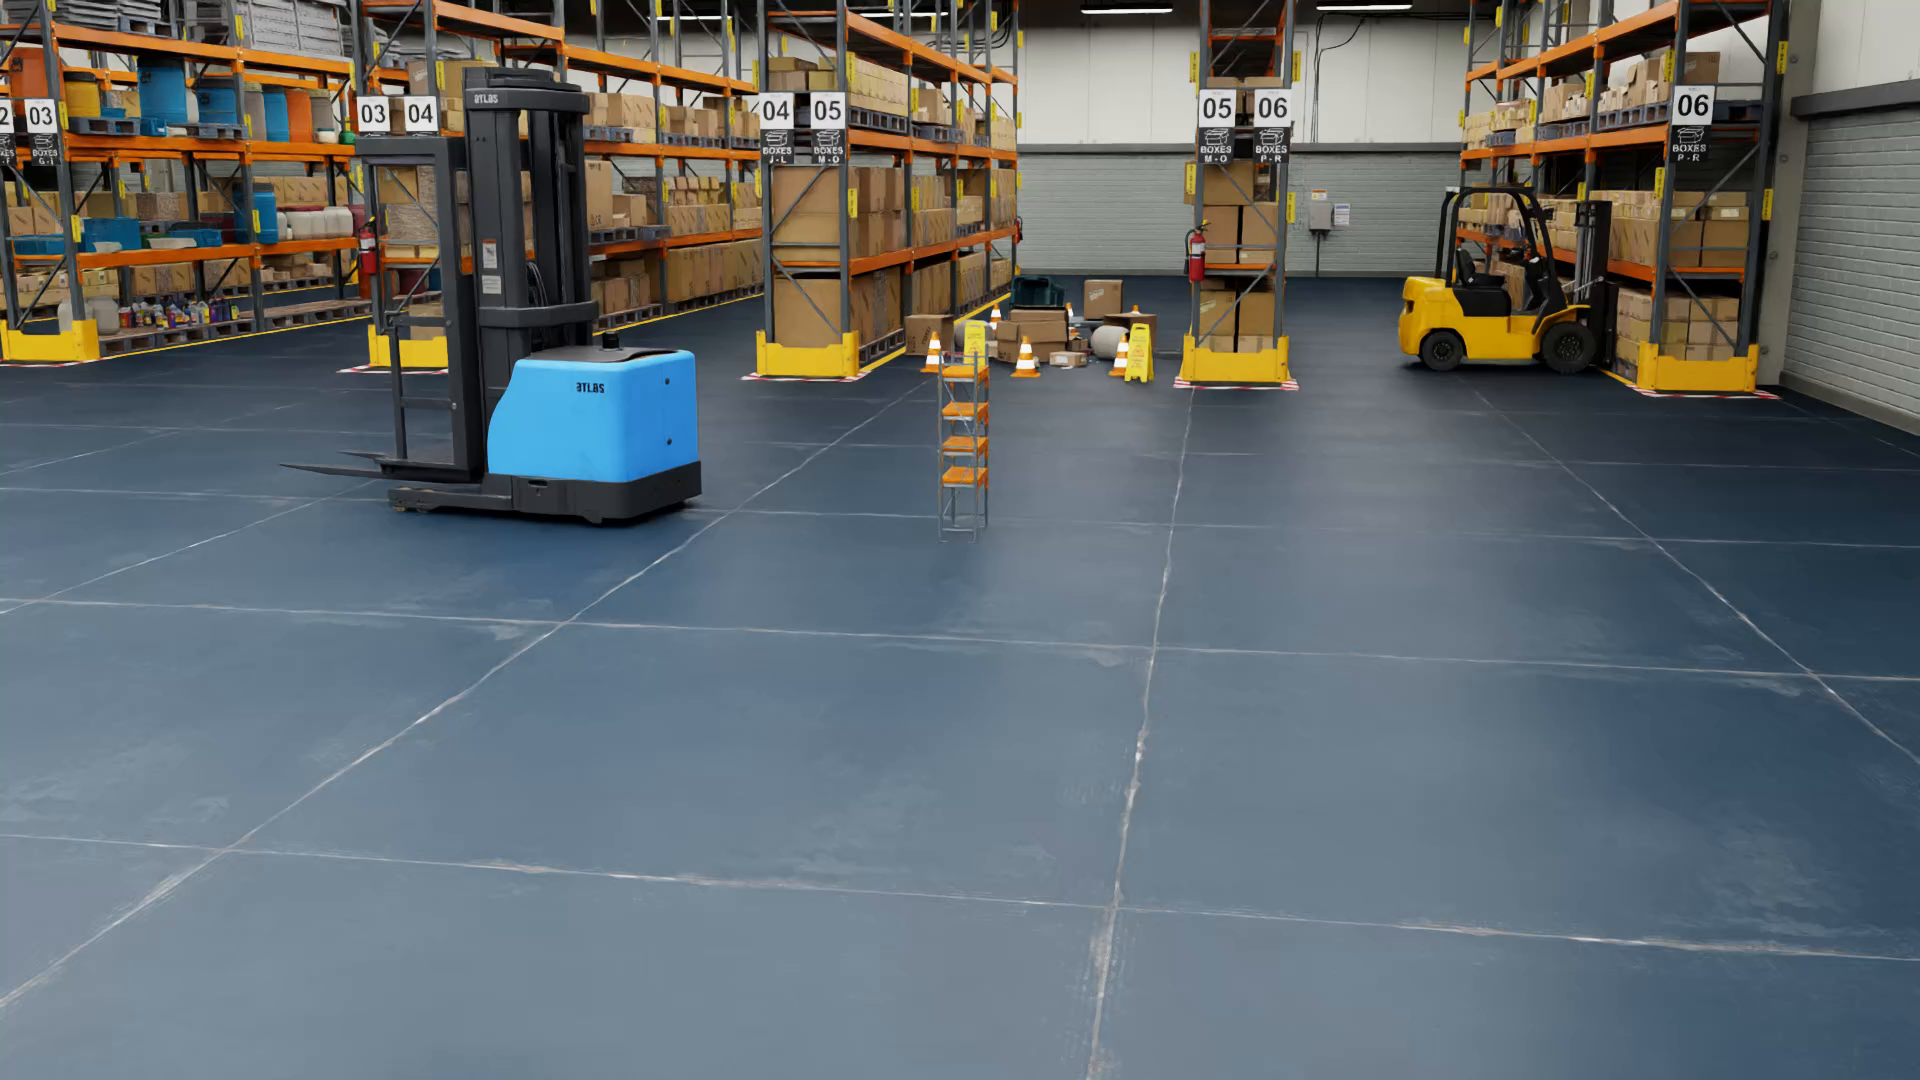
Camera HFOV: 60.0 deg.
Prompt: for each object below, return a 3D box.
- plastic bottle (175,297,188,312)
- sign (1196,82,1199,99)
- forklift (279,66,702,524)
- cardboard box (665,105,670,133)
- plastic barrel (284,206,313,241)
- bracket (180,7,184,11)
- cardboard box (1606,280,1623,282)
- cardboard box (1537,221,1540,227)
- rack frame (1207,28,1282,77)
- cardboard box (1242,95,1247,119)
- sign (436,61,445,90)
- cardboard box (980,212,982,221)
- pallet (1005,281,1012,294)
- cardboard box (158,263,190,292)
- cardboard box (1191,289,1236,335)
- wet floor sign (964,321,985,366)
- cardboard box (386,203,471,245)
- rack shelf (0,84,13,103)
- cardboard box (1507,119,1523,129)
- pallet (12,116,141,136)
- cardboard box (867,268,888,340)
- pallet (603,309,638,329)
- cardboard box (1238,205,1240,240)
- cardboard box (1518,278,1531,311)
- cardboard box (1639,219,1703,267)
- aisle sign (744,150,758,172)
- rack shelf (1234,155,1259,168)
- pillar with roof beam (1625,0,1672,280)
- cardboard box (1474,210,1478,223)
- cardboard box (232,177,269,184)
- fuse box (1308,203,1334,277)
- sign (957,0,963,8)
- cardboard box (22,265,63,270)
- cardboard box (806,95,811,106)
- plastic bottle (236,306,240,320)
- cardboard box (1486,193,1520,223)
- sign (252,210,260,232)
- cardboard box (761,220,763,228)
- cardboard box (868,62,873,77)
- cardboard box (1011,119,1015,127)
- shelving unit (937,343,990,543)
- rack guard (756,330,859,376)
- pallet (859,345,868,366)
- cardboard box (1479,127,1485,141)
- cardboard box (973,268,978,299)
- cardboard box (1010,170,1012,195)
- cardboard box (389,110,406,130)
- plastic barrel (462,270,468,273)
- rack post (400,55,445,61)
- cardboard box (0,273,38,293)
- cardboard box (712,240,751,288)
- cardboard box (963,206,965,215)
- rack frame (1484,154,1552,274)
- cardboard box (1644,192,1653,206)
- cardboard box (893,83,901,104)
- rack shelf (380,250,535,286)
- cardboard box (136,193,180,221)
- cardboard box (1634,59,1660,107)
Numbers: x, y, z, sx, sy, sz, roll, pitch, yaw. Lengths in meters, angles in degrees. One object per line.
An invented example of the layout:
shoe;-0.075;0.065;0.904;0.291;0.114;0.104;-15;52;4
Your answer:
plastic bottle;-11.338;-3.358;24.200;0.144;0.351;0.185;2;12;9
sign;3.191;-6.045;22.140;0.100;0.325;0.005;2;12;9
forklift;-3.380;-1.712;11.479;3.031;2.935;1.130;5;13;21
cardboard box;-5.368;-7.302;28.902;0.500;0.500;0.500;3;12;12
plastic barrel;-10.469;-5.009;26.292;0.433;0.535;0.433;0;12;0
bracket;-18.641;-13.144;41.580;0.076;0.066;3.189;2;12;9
cardboard box;8.261;-3.215;21.449;0.500;0.250;0.500;2;12;8
cardboard box;8.873;-4.771;24.681;0.500;0.250;0.500;2;12;10
rack frame;3.740;-7.049;21.840;1.000;3.000;0.127;2;12;9
cardboard box;3.608;-5.131;19.710;0.500;0.250;0.500;2;12;10
sign;-6.131;-5.480;19.609;0.100;0.325;0.005;2;12;9
cardboard box;0.198;-5.914;30.415;0.380;0.149;0.250;2;12;7
pallet;0.507;-5.206;34.151;1.003;0.211;1.213;2;12;9
cardboard box;-14.715;-4.883;30.922;0.500;0.500;0.500;2;12;8
cardboard box;2.991;-2.686;19.588;0.500;0.500;0.500;2;12;9
wet floor sign;0.170;-2.202;19.177;0.267;0.644;0.232;0;12;-1
cardboard box;-6.555;-3.912;20.583;0.875;0.500;0.500;2;12;9
rack shelf;-19.812;-8.553;31.477;1.077;0.370;4.000;2;12;9
cardboard box;9.226;-6.849;27.395;0.380;0.149;0.250;2;12;10
pallet;-11.337;-5.308;21.331;1.003;0.211;1.213;2;12;9
cardboard box;-1.467;-3.105;21.830;0.875;0.875;0.875;2;12;9
pallet;-5.748;-3.491;26.190;1.003;0.211;1.213;2;12;9
cardboard box;3.770;-3.994;20.963;0.500;0.500;0.500;2;12;10
cardboard box;9.113;-3.867;26.253;0.500;0.500;0.500;2;12;10
cardboard box;7.846;-3.283;18.370;0.500;0.500;0.500;2;12;7
aisle sign;-4.492;-8.231;35.394;0.394;0.787;0.004;2;12;9
rack shelf;5.278;-7.312;31.891;1.077;0.370;4.000;2;12;9
pillar with roof beam;5.697;-7.560;24.213;9.100;9.000;0.400;2;12;9
cardboard box;9.865;-6.015;30.936;0.500;0.250;0.500;2;12;8
cardboard box;-14.259;-7.051;33.479;0.500;0.500;0.500;2;12;10
fuse box;8.483;-7.060;39.192;0.539;1.711;0.414;2;12;9
sign;-0.002;-8.537;26.155;0.100;0.325;0.005;2;12;9
cardboard box;-19.288;-5.720;34.849;0.700;0.500;0.500;2;12;9
cardboard box;-1.987;-5.206;19.774;0.380;0.149;0.250;2;12;9
plastic bottle;-10.694;-3.359;24.558;0.097;0.201;0.097;0;12;0
cardboard box;9.580;-5.782;28.968;0.700;0.500;0.500;2;12;10
sign;-10.404;-4.713;24.584;0.100;0.325;0.005;2;12;9
cardboard box;-4.171;-6.409;33.709;0.380;0.149;0.250;2;12;10
cardboard box;-1.259;-5.681;20.083;0.380;0.149;0.250;2;12;8
cardboard box;0.918;-8.507;33.949;0.380;0.149;0.250;2;12;8
shelving unit;0.025;-0.621;10.527;0.258;1.200;0.503;2;12;9
rack guard;-1.785;-2.196;19.495;1.175;0.500;0.348;2;12;9
pallet;-1.736;-2.228;20.333;1.003;0.211;1.213;2;12;9
cardboard box;9.862;-7.483;30.626;0.500;0.250;0.500;2;12;10
cardboard box;0.037;-4.528;29.322;0.500;0.500;0.500;2;12;7
cardboard box;0.776;-7.228;33.594;0.500;0.500;0.500;1;12;7
cardboard box;-6.844;-5.106;20.302;0.500;0.250;0.500;2;12;10
plastic barrel;-9.816;-5.330;32.088;0.600;0.901;0.708;2;12;9
rack post;-9.901;-8.526;29.880;0.937;0.300;0.954;3;13;15
cardboard box;-15.370;-4.184;26.986;0.500;0.311;0.500;1;12;7
cardboard box;-4.641;-5.404;32.494;0.875;0.875;0.875;2;12;9
cardboard box;-0.123;-5.626;28.375;0.380;0.149;0.250;2;12;9
rack frame;9.876;-5.621;29.457;1.000;3.000;0.127;2;12;9
cardboard box;7.898;-3.824;18.633;0.380;0.149;0.250;2;12;10
cardboard box;-1.067;-5.832;21.730;0.500;0.250;0.500;2;12;8
rack shelf;-6.360;-3.669;22.106;1.077;0.370;4.000;2;12;9
cardboard box;-14.910;-6.165;30.744;0.700;0.500;0.500;4;13;19
cardboard box;8.114;-5.203;18.923;0.700;0.500;0.500;2;12;9
